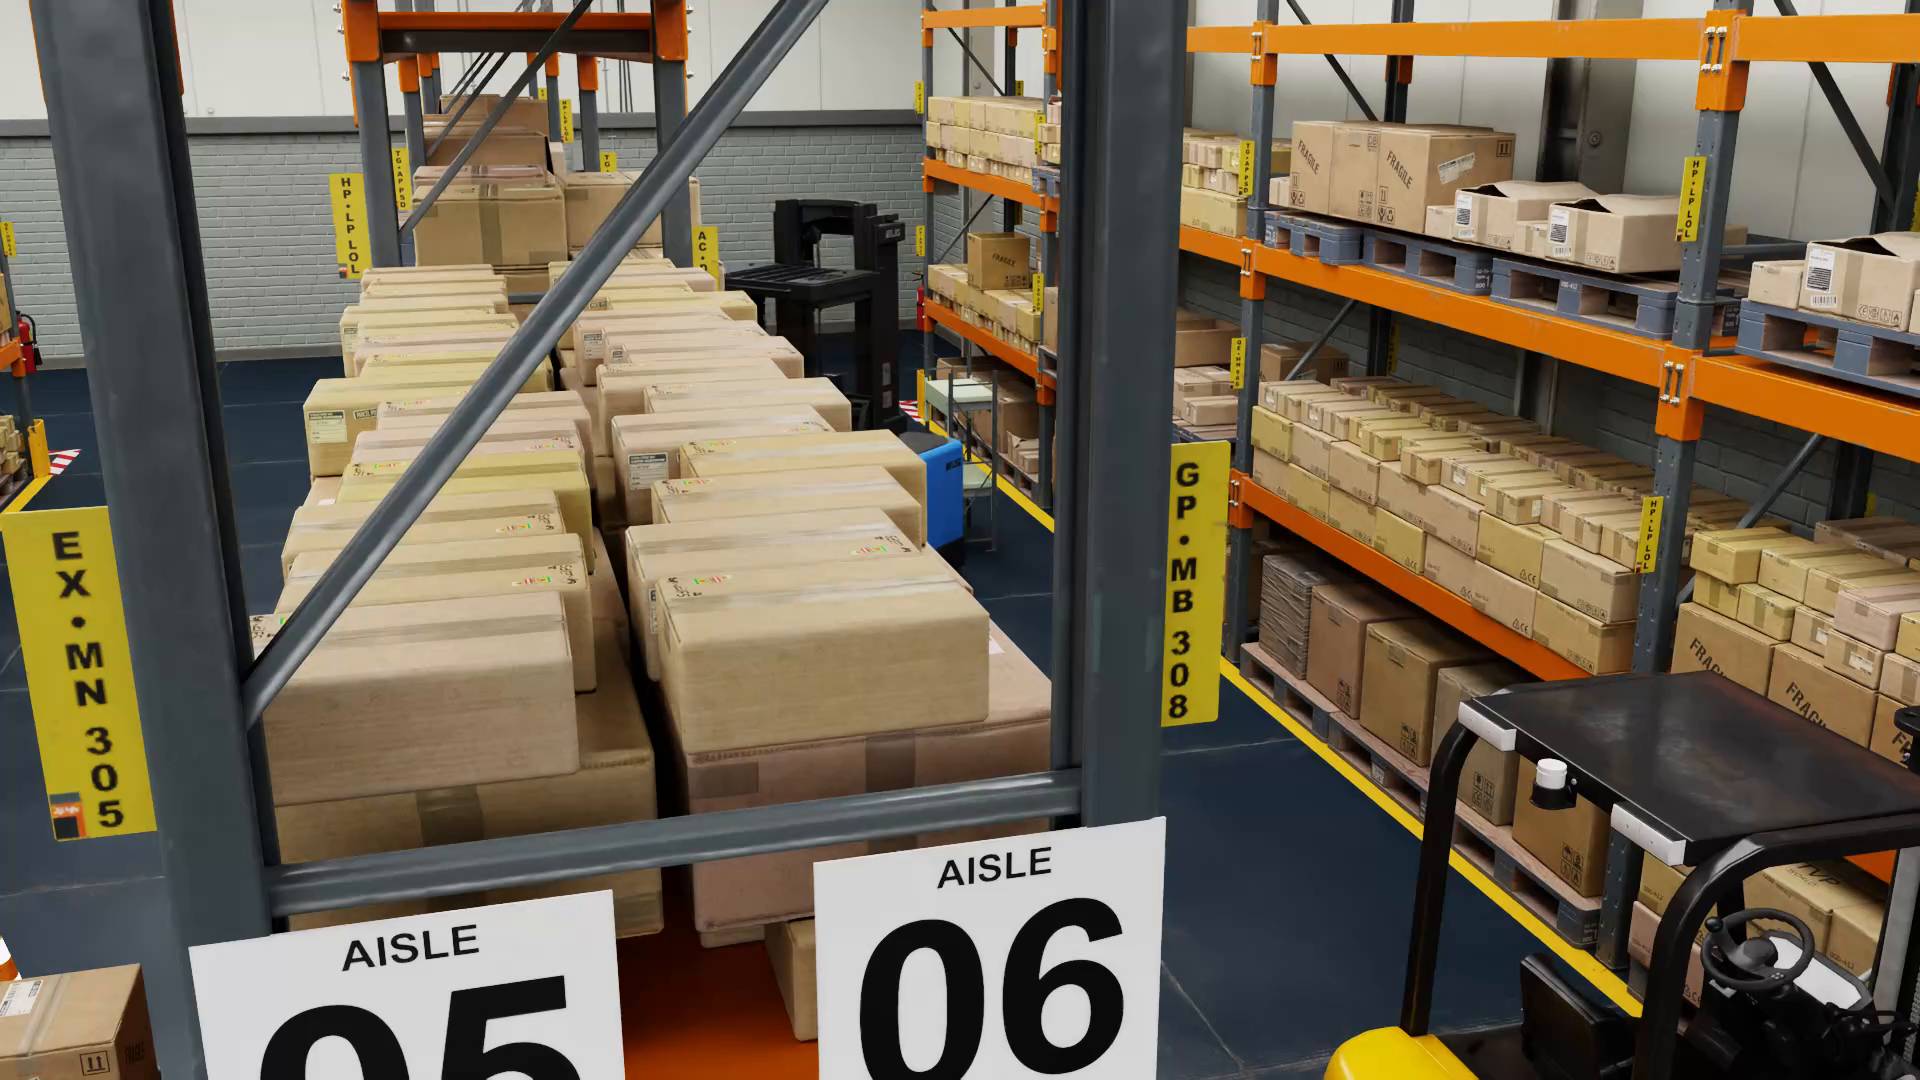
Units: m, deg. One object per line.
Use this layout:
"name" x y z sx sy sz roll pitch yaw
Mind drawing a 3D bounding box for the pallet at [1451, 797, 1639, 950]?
"pallet" 3.154 1.585 8.307 1.003 0.211 1.213 -5 17 -15

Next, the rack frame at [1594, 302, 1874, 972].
"rack frame" 3.394 0.451 7.238 1.000 3.000 0.127 -5 17 -15

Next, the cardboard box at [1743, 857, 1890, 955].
"cardboard box" 3.356 1.388 6.427 0.500 0.250 0.500 -5 17 -15

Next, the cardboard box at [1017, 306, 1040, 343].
"cardboard box" 0.821 -1.954 14.988 0.500 0.250 0.500 -4 17 -14

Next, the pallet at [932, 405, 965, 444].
"pallet" 0.337 -1.291 17.885 1.003 0.211 1.213 -5 17 -15

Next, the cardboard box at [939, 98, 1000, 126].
"cardboard box" 0.099 -4.330 16.815 0.500 0.250 0.500 -5 17 -16

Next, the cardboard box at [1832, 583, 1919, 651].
"cardboard box" 3.406 0.276 6.002 0.380 0.149 0.250 -4 17 -14

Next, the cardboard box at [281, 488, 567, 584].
"cardboard box" -0.777 0.039 2.446 0.380 0.149 0.250 -5 17 -16

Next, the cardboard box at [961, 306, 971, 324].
"cardboard box" 0.229 -2.275 16.750 0.380 0.149 0.250 -5 17 -17

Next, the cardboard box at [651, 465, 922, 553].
"cardboard box" -0.273 -0.004 2.590 0.380 0.149 0.250 -5 17 -15

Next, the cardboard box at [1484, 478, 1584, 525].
"cardboard box" 2.782 -0.189 8.065 0.380 0.149 0.250 -5 18 -17

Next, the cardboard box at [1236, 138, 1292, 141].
"cardboard box" 2.171 -2.759 11.759 0.380 0.149 0.250 -5 17 -15

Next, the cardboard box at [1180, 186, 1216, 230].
"cardboard box" 1.782 -2.282 11.382 0.500 0.250 0.500 -5 17 -15

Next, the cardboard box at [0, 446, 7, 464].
"cardboard box" -8.843 -0.767 15.000 0.380 0.149 0.250 -5 18 -18

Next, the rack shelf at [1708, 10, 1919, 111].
"rack shelf" 3.944 -1.333 4.694 1.077 0.370 4.000 -5 17 -15

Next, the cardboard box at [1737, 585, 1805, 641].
"cardboard box" 3.302 0.273 6.529 0.380 0.149 0.250 -4 17 -14

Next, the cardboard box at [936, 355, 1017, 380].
"cardboard box" 0.173 -1.697 17.998 0.797 0.503 0.637 -5 18 -17

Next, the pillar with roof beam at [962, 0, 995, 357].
"pillar with roof beam" -3.917 -6.218 19.012 9.100 9.000 0.400 -5 17 -15

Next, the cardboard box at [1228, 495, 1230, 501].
"cardboard box" 1.781 -0.236 12.012 0.380 0.149 0.250 -5 18 -17

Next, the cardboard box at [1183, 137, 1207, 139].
"cardboard box" 1.559 -2.785 11.844 0.380 0.149 0.250 -5 17 -15

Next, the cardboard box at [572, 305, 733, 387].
"cardboard box" -0.779 -0.497 4.228 0.380 0.149 0.250 -5 17 -16

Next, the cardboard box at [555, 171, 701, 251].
"cardboard box" -1.299 -1.292 6.485 0.500 0.250 0.500 -5 17 -16

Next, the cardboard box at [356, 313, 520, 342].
"cardboard box" -1.278 -0.458 4.100 0.380 0.149 0.250 -5 18 -17

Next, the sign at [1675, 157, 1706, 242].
"sign" 2.875 -1.339 6.535 0.100 0.325 0.005 -5 17 -15

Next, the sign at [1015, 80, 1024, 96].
"sign" 0.636 -4.768 17.857 0.100 0.325 0.005 -5 17 -15

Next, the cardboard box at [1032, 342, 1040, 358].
"cardboard box" 0.865 -1.710 14.868 0.380 0.149 0.250 -4 17 -14

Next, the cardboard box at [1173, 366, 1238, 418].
"cardboard box" 1.694 -1.051 11.769 0.500 0.250 0.500 -6 18 -18

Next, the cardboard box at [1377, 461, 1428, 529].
"cardboard box" 2.610 -0.257 8.986 0.500 0.250 0.500 -4 17 -14

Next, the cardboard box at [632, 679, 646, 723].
"cardboard box" -0.423 0.236 3.176 0.380 0.149 0.250 -5 18 -17

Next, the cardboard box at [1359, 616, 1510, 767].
"cardboard box" 2.826 0.820 9.405 0.875 0.625 0.625 -5 18 -18

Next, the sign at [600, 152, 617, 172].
"sign" -1.954 -1.989 9.246 0.100 0.325 0.005 -5 17 -15

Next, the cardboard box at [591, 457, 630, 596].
"cardboard box" -0.455 0.002 3.260 0.500 0.250 0.500 -4 17 -14

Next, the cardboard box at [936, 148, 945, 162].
"cardboard box" -0.040 -4.078 17.538 0.380 0.149 0.250 -4 17 -14

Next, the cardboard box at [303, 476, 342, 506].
"cardboard box" -0.962 0.041 3.132 0.500 0.250 0.500 -4 17 -14

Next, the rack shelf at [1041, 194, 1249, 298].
"rack shelf" 1.745 -2.301 12.435 1.077 0.370 4.000 -5 17 -15

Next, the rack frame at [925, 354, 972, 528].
"rack frame" -0.099 -0.818 14.067 0.400 1.500 0.023 -5 17 -15

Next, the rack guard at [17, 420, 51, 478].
"rack guard" -9.386 -0.838 15.872 1.175 0.500 0.348 -5 17 -15

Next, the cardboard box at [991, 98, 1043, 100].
"cardboard box" 0.629 -4.370 16.948 0.500 0.250 0.500 -5 17 -17

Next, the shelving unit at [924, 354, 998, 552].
"shelving unit" 0.002 -0.716 13.730 0.431 1.500 0.755 -5 17 -15

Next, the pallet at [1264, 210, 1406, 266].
"pallet" 2.568 -1.821 9.915 1.213 0.211 1.003 -4 17 -13

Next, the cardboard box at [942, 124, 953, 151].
"cardboard box" 0.115 -4.092 16.892 0.500 0.250 0.500 -4 17 -14

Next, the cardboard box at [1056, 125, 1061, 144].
"cardboard box" 0.998 -3.284 13.474 0.380 0.149 0.250 -4 17 -14

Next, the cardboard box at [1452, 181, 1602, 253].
"cardboard box" 2.750 -1.585 8.053 0.500 0.311 0.500 -5 18 -17

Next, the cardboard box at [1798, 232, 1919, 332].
"cardboard box" 3.389 -0.943 5.914 0.500 0.311 0.500 -4 17 -14

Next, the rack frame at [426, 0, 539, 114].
"rack frame" -4.675 -5.348 16.115 1.000 3.000 0.127 -5 17 -15

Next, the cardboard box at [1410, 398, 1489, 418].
"cardboard box" 2.905 -0.738 9.893 0.380 0.149 0.250 -5 17 -16

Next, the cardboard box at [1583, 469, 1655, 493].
"cardboard box" 3.323 -0.239 8.231 0.380 0.149 0.250 -5 17 -16

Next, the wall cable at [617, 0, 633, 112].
"wall cable" -3.096 -7.186 22.167 2.988 3.039 0.133 -5 17 -15

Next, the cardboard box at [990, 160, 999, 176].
"cardboard box" 0.500 -3.511 15.650 0.380 0.149 0.250 -5 17 -15

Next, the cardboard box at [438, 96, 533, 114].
"cardboard box" -3.977 -3.474 14.007 0.797 0.503 0.637 -3 17 -11

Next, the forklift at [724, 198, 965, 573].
"forklift" -1.161 -0.864 11.732 1.130 2.935 3.031 10 19 30

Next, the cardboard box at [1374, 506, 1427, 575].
"cardboard box" 2.605 -0.017 9.055 0.500 0.250 0.500 -4 17 -13

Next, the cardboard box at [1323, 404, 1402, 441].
"cardboard box" 2.353 -0.689 9.730 0.380 0.149 0.250 -4 17 -15
